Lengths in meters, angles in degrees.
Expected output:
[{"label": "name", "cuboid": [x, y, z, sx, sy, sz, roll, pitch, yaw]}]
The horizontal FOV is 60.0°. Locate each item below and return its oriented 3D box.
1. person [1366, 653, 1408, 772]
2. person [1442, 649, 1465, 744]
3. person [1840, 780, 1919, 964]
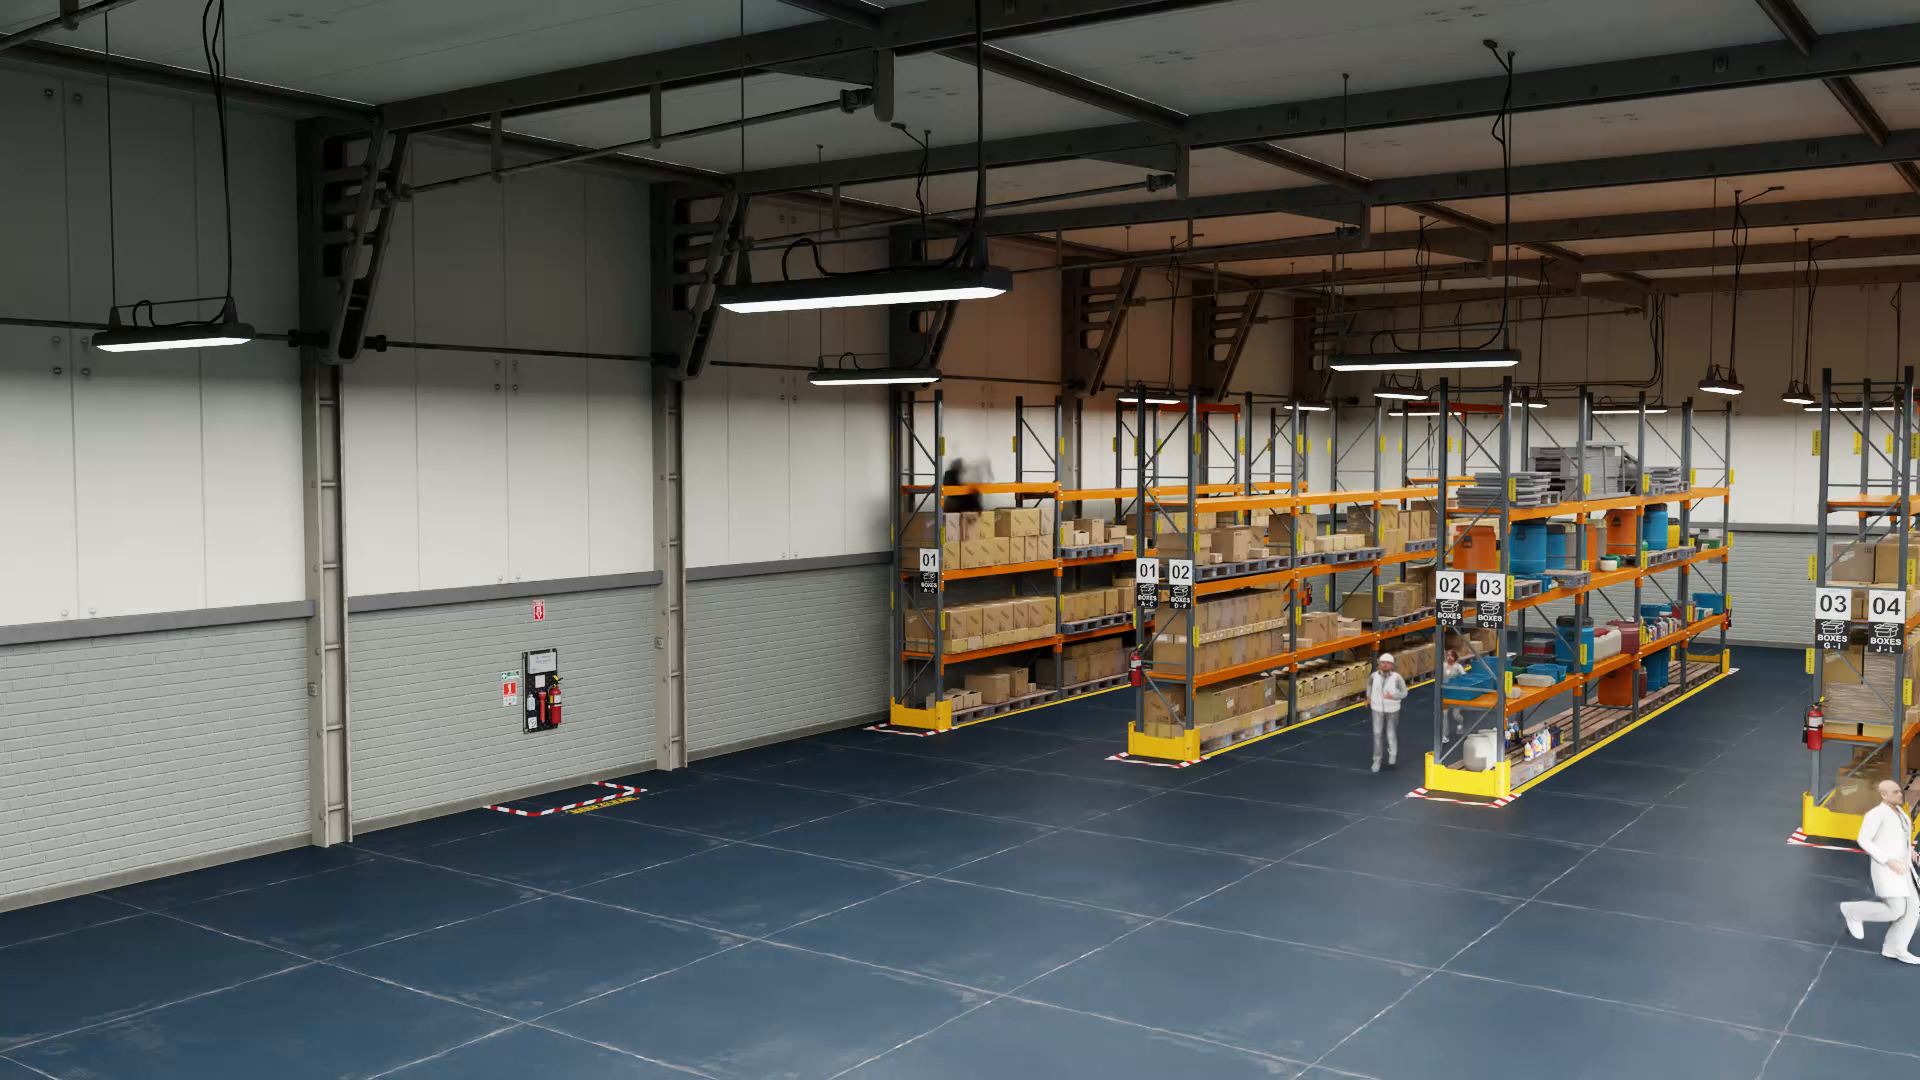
[{"label": "person", "cuboid": [6.598, 2.642, 25.761, 0.657, 1.784, 0.879, 1, 3, 23]}, {"label": "person", "cuboid": [8.314, 2.631, 28.181, 0.547, 1.564, 0.767, 2, 4, 34]}, {"label": "person", "cuboid": [9.082, 3.221, 16.308, 0.711, 1.743, 0.756, -2, 4, -31]}]
